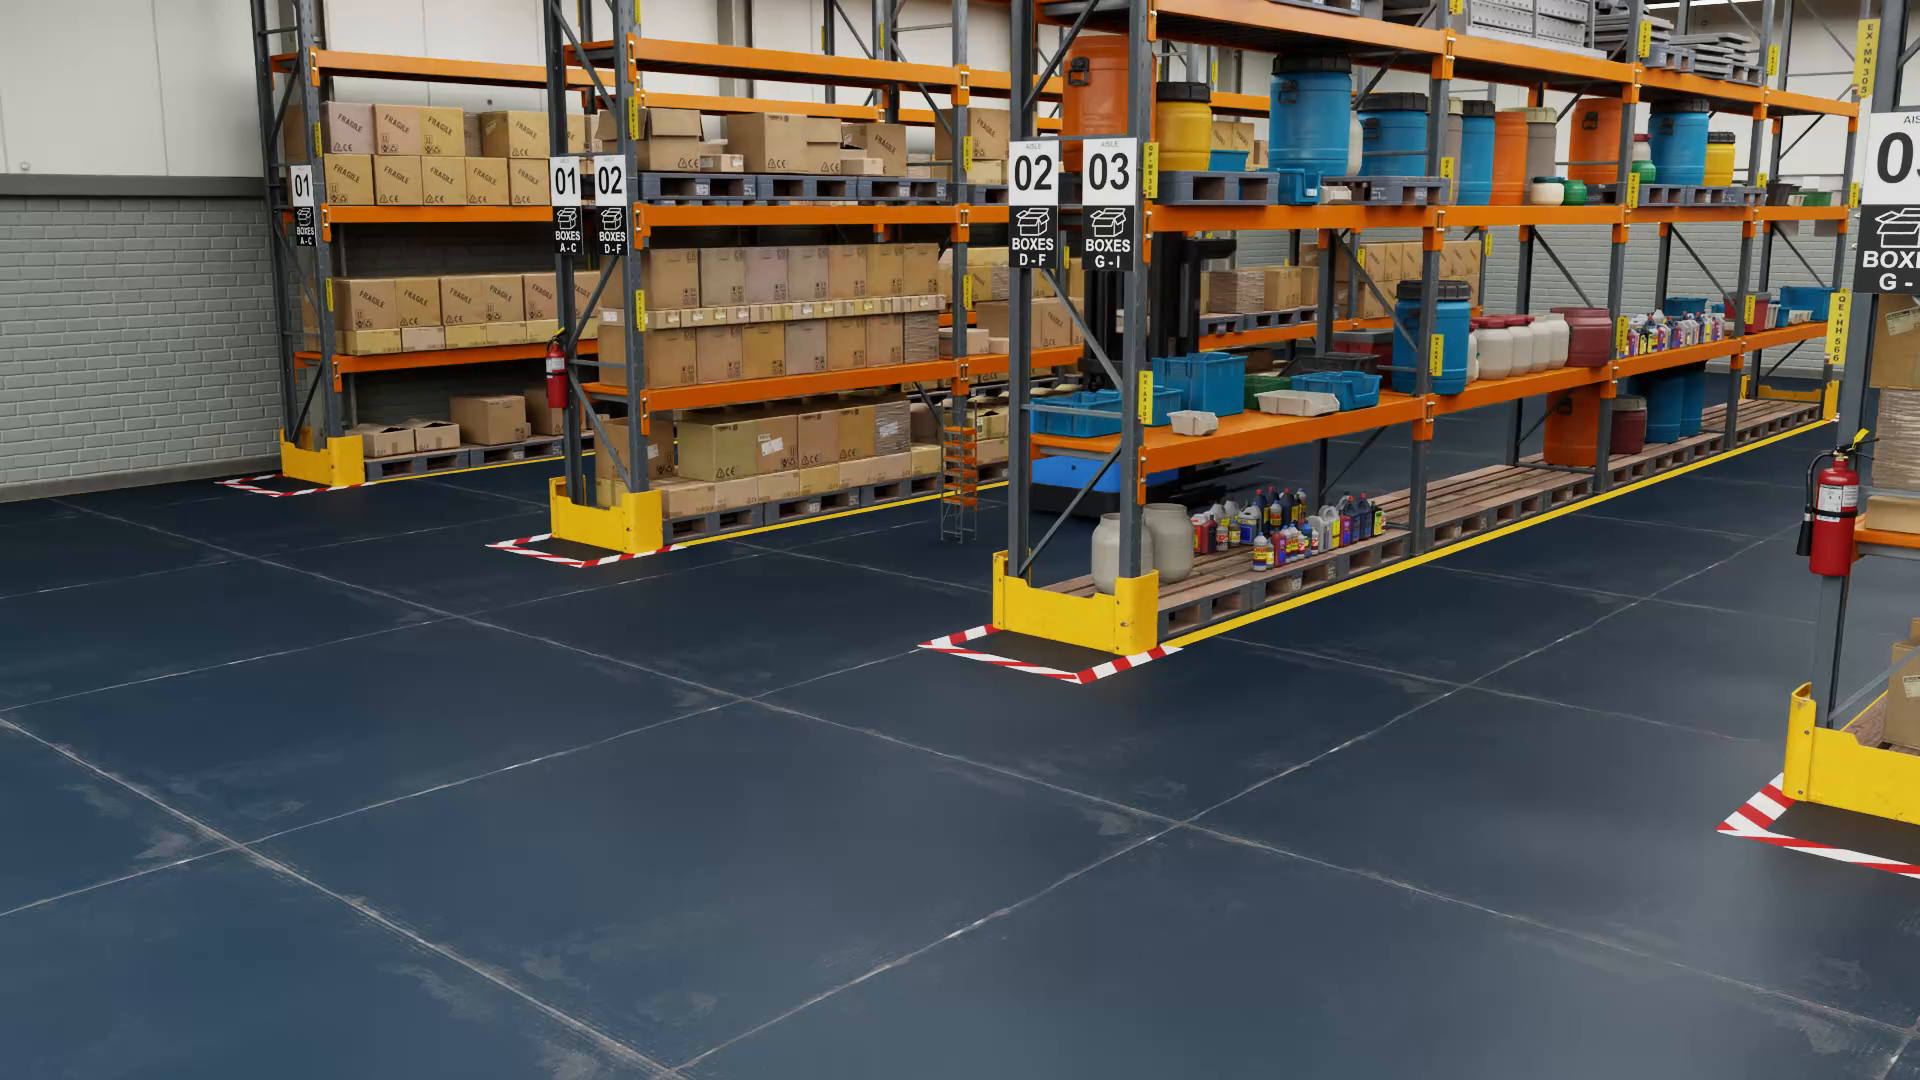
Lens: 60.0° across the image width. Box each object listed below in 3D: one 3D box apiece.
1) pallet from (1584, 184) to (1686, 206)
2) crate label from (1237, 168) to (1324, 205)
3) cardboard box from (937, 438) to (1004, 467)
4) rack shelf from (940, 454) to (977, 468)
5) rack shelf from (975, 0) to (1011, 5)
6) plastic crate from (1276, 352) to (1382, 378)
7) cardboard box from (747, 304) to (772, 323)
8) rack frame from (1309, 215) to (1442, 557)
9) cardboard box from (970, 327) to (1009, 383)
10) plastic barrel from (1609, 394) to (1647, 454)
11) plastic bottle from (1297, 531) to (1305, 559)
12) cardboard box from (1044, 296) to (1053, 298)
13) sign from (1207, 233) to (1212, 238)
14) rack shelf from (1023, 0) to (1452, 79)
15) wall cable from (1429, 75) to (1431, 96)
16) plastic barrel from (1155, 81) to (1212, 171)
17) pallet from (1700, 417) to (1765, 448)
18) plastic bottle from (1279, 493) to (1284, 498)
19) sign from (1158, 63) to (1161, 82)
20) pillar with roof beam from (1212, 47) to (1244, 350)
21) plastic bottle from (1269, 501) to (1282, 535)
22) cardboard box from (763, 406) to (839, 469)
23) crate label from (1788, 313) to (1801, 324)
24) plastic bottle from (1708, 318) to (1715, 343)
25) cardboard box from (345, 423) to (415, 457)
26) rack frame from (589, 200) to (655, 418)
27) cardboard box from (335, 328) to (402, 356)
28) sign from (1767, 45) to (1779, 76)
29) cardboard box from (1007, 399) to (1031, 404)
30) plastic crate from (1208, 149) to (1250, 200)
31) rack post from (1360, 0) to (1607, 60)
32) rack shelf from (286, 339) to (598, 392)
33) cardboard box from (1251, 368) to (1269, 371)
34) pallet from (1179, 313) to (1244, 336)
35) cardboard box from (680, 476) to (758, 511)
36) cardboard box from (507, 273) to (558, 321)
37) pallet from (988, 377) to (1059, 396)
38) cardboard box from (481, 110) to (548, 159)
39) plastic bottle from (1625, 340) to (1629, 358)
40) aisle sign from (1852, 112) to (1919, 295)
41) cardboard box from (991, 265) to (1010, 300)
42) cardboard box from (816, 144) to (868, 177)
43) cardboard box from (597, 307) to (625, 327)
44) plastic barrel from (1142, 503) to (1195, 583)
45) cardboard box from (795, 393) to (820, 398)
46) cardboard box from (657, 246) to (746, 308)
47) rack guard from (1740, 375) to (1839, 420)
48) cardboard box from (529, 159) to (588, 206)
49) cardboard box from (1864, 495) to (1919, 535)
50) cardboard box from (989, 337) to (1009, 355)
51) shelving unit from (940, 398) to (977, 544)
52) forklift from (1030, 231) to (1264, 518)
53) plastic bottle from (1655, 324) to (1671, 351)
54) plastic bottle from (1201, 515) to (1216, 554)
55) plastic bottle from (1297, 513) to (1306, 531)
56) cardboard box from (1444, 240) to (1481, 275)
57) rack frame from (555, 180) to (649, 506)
[{"bbox_3d":[6.592,-3.471,16.753,1.003,0.211,1.213,10,15,40],"label":"pallet"},{"bbox_3d":[2.217,-2.446,11.520,0.502,0.251,0.408,10,15,40],"label":"crate label"},{"bbox_3d":[0.108,-0.930,17.155,0.500,0.250,0.500,9,15,39],"label":"cardboard box"},{"bbox_3d":[-0.010,-0.660,14.068,0.258,0.103,0.180,10,15,40],"label":"rack shelf"},{"bbox_3d":[-0.108,-7.786,23.571,1.077,0.370,4.000,10,15,40],"label":"rack shelf"},{"bbox_3d":[2.933,-1.313,13.284,0.767,0.338,0.504,10,15,40],"label":"plastic crate"},{"bbox_3d":[-1.884,-2.005,14.682,0.380,0.149,0.250,9,14,38],"label":"cardboard box"},{"bbox_3d":[3.374,-1.404,13.581,1.000,3.000,0.127,10,15,40],"label":"rack frame"},{"bbox_3d":[0.297,-2.770,24.837,0.750,0.750,0.750,10,15,42],"label":"cardboard box"},{"bbox_3d":[7.070,-1.256,17.926,0.600,0.588,0.708,10,15,40],"label":"plastic barrel"},{"bbox_3d":[2.522,0.035,12.399,0.097,0.201,0.097,0,11,0],"label":"plastic bottle"},{"bbox_3d":[1.202,-3.662,25.478,0.380,0.149,0.250,10,15,41],"label":"cardboard box"},{"bbox_3d":[4.252,-5.062,28.336,0.100,0.325,0.005,10,15,40],"label":"sign"},{"bbox_3d":[2.053,-3.503,11.630,1.077,0.370,4.000,10,15,40],"label":"rack shelf"},{"bbox_3d":[9.887,-8.782,30.239,3.097,2.526,0.112,10,15,40],"label":"wall cable"},{"bbox_3d":[1.390,-2.769,11.203,0.600,0.588,0.600,0,11,0],"label":"plastic barrel"},{"bbox_3d":[9.111,-1.327,20.314,1.003,0.211,1.213,10,15,40],"label":"pallet"},{"bbox_3d":[2.641,-0.243,13.598,0.152,0.276,0.135,10,15,42],"label":"plastic bottle"},{"bbox_3d":[3.440,-8.000,28.503,0.100,0.325,0.005,10,15,40],"label":"sign"},{"bbox_3d":[8.219,-7.345,28.008,9.100,9.000,0.548,10,15,40],"label":"pillar with roof beam"},{"bbox_3d":[2.524,-0.180,13.294,0.097,0.271,0.097,0,11,0],"label":"plastic bottle"},{"bbox_3d":[-1.472,-0.952,15.353,0.500,0.500,0.500,10,15,40],"label":"cardboard box"},{"bbox_3d":[10.525,-2.841,21.298,0.396,0.136,0.243,10,15,40],"label":"crate label"},{"bbox_3d":[8.396,-2.366,18.718,0.152,0.276,0.135,10,15,40],"label":"plastic bottle"},{"bbox_3d":[-6.184,-1.084,17.719,0.500,0.311,0.500,8,14,34],"label":"cardboard box"},{"bbox_3d":[-4.068,-2.685,19.994,1.000,3.000,0.127,10,15,40],"label":"rack frame"},{"bbox_3d":[-6.148,-2.063,17.214,0.500,0.250,0.500,9,15,39],"label":"cardboard box"},{"bbox_3d":[9.066,-5.349,18.550,0.100,0.325,0.005,10,15,40],"label":"sign"},{"bbox_3d":[0.790,-1.355,17.854,0.500,0.311,0.500,9,14,38],"label":"cardboard box"},{"bbox_3d":[1.766,-2.598,11.942,0.392,0.384,0.575,10,15,40],"label":"plastic crate"},{"bbox_3d":[4.609,-4.745,14.480,1.013,1.000,3.121,10,15,40],"label":"rack post"},{"bbox_3d":[-5.388,-2.038,18.591,1.077,0.370,4.000,10,15,40],"label":"rack shelf"},{"bbox_3d":[3.755,-2.020,21.923,0.500,0.500,0.500,10,15,41],"label":"cardboard box"},{"bbox_3d":[2.690,-2.648,20.300,1.213,0.211,1.003,10,15,40],"label":"pallet"},{"bbox_3d":[-2.137,-0.438,14.694,0.500,0.250,0.500,10,15,40],"label":"cardboard box"},{"bbox_3d":[-4.814,-2.732,18.650,0.500,0.500,0.500,9,15,39],"label":"cardboard box"},{"bbox_3d":[0.760,-2.371,25.543,1.003,0.211,1.213,10,15,40],"label":"pallet"},{"bbox_3d":[-4.886,-4.436,18.244,0.500,0.500,0.500,9,14,38],"label":"cardboard box"},{"bbox_3d":[6.704,-1.945,16.796,0.097,0.201,0.097,0,11,0],"label":"plastic bottle"},{"bbox_3d":[4.187,-1.479,7.322,0.394,0.787,0.004,10,15,40],"label":"aisle sign"},{"bbox_3d":[0.430,-3.817,24.596,0.500,0.500,0.500,10,15,40],"label":"cardboard box"},{"bbox_3d":[-1.232,-3.627,15.852,0.500,0.311,0.500,9,14,37],"label":"cardboard box"},{"bbox_3d":[-2.876,-1.904,14.175,0.380,0.149,0.250,9,15,39],"label":"cardboard box"},{"bbox_3d":[1.441,0.018,11.741,0.421,0.512,0.421,0,11,0],"label":"plastic barrel"},{"bbox_3d":[-2.291,-2.090,22.274,0.700,0.500,0.500,10,15,40],"label":"cardboard box"},{"bbox_3d":[-2.289,-2.294,14.473,0.700,0.500,0.500,9,15,39],"label":"cardboard box"},{"bbox_3d":[11.301,-1.949,22.692,1.175,0.500,0.348,10,15,40],"label":"rack guard"},{"bbox_3d":[-4.559,-4.035,18.792,0.500,0.500,0.500,8,14,36],"label":"cardboard box"},{"bbox_3d":[4.487,-0.120,7.797,0.380,0.149,0.250,10,15,40],"label":"cardboard box"},{"bbox_3d":[0.394,-2.026,17.335,0.380,0.149,0.250,10,15,40],"label":"cardboard box"},{"bbox_3d":[-0.010,-0.586,14.083,0.258,1.200,0.189,10,15,40],"label":"shelving unit"},{"bbox_3d":[1.922,-1.835,15.914,1.130,2.935,3.031,9,14,38],"label":"forklift"},{"bbox_3d":[7.458,-2.157,17.671,0.152,0.276,0.135,10,15,40],"label":"plastic bottle"},{"bbox_3d":[1.884,-0.046,12.594,0.061,0.283,0.133,10,15,40],"label":"plastic bottle"},{"bbox_3d":[2.635,-0.070,12.715,0.061,0.283,0.133,10,15,40],"label":"plastic bottle"},{"bbox_3d":[7.489,-4.249,25.016,0.500,0.500,0.500,10,15,40],"label":"cardboard box"},{"bbox_3d":[-2.985,-1.456,13.844,1.000,3.000,0.127,10,15,40],"label":"rack frame"}]
